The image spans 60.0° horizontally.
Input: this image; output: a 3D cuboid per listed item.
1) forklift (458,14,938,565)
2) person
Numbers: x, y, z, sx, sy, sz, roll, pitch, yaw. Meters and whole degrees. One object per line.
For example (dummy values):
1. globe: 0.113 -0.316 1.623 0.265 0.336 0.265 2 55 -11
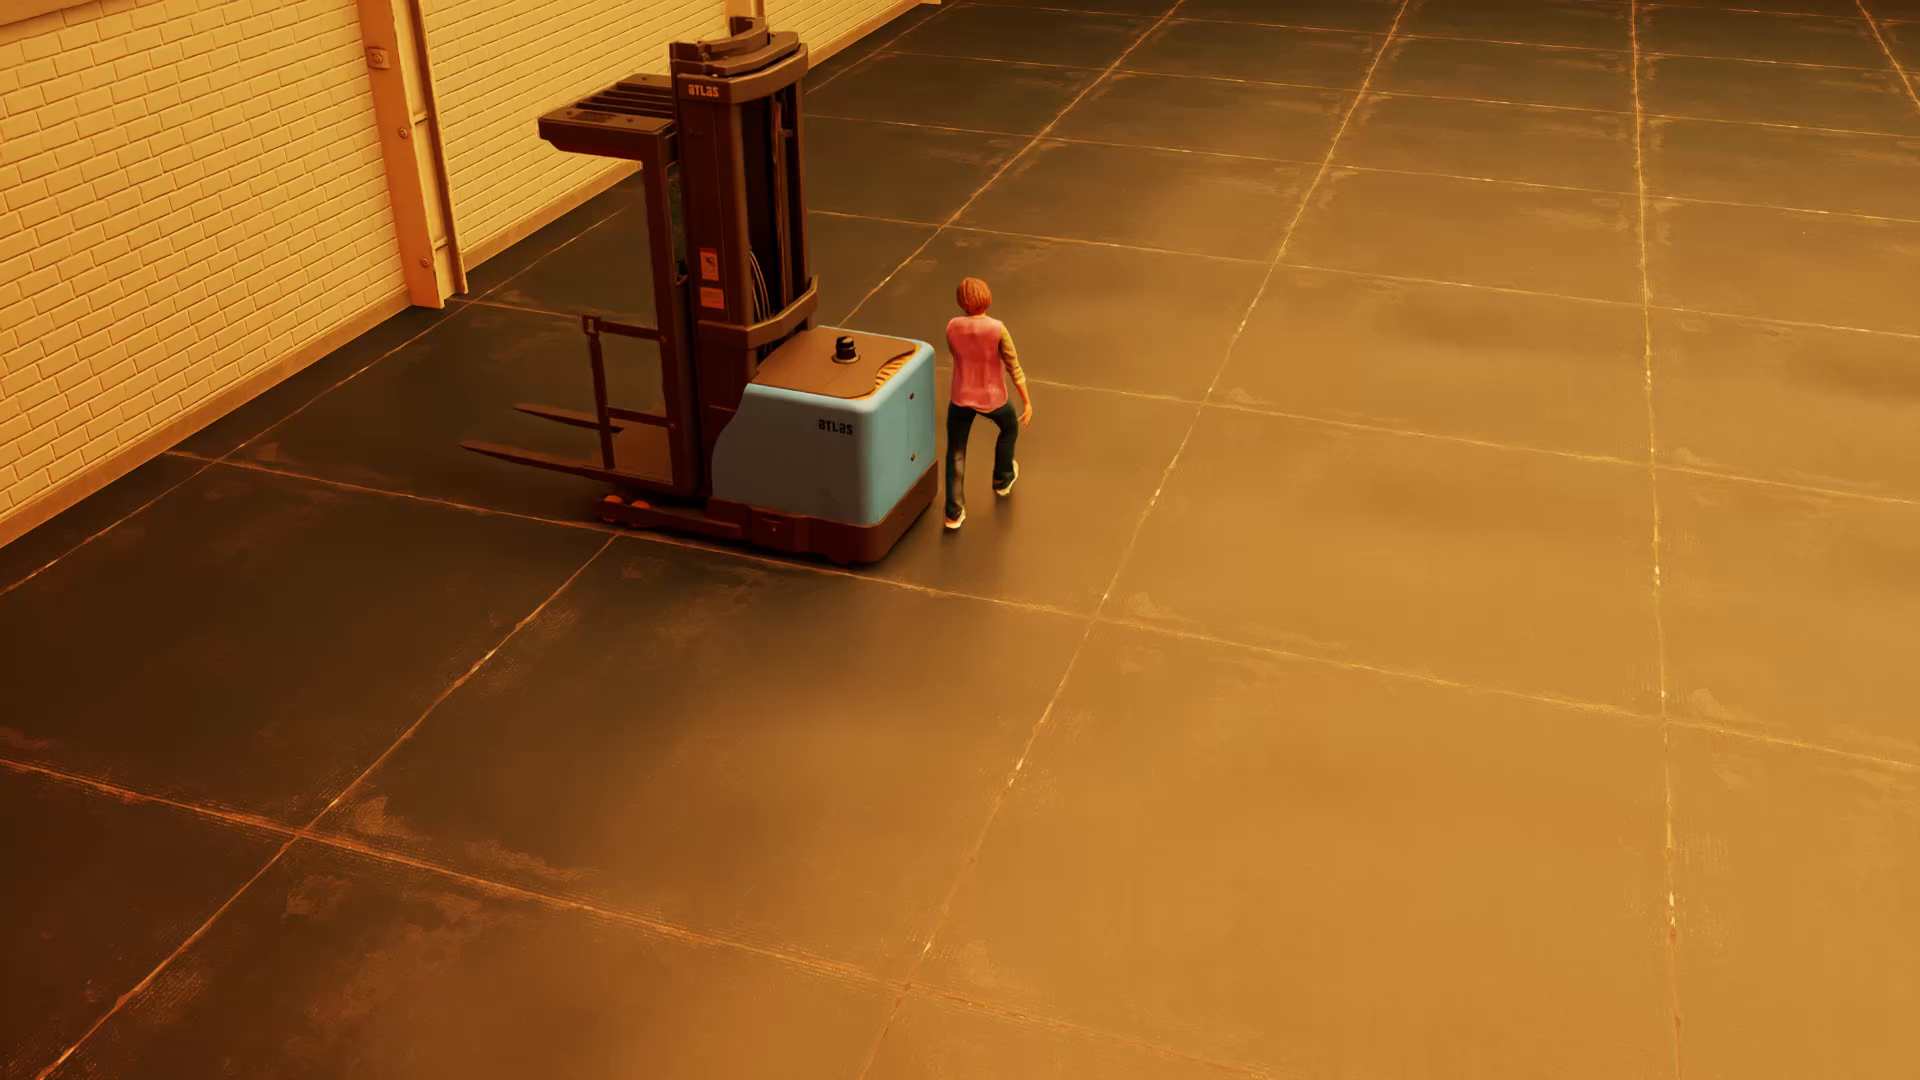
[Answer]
1. forklift: -1.708 -1.578 9.904 3.031 2.935 1.130 11 31 18
2. person: 0.179 -0.871 10.095 0.540 1.521 0.797 4 30 8
